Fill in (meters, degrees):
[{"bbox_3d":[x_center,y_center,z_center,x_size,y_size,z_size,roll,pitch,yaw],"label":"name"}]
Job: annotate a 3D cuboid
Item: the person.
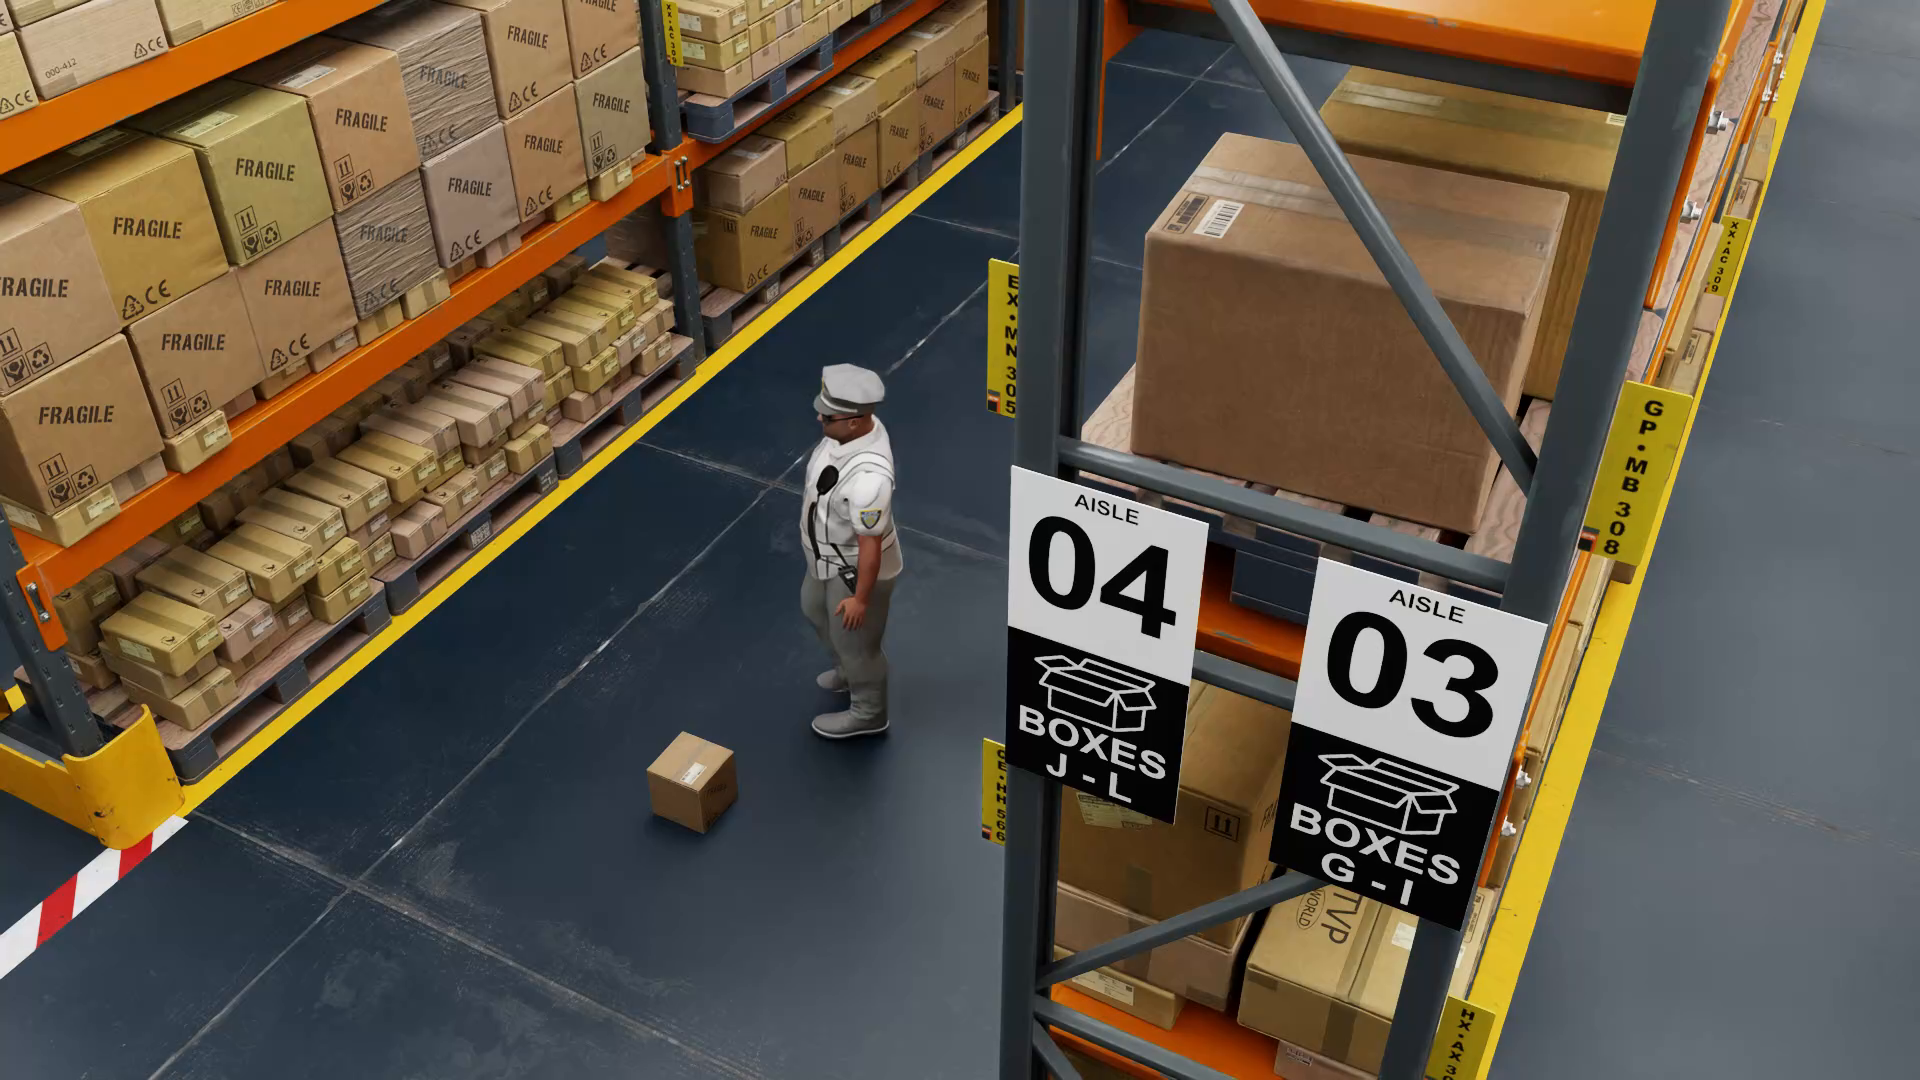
[{"bbox_3d":[-0.444,0.080,6.663,0.404,1.815,0.613,-6,38,-8],"label":"person"}]
